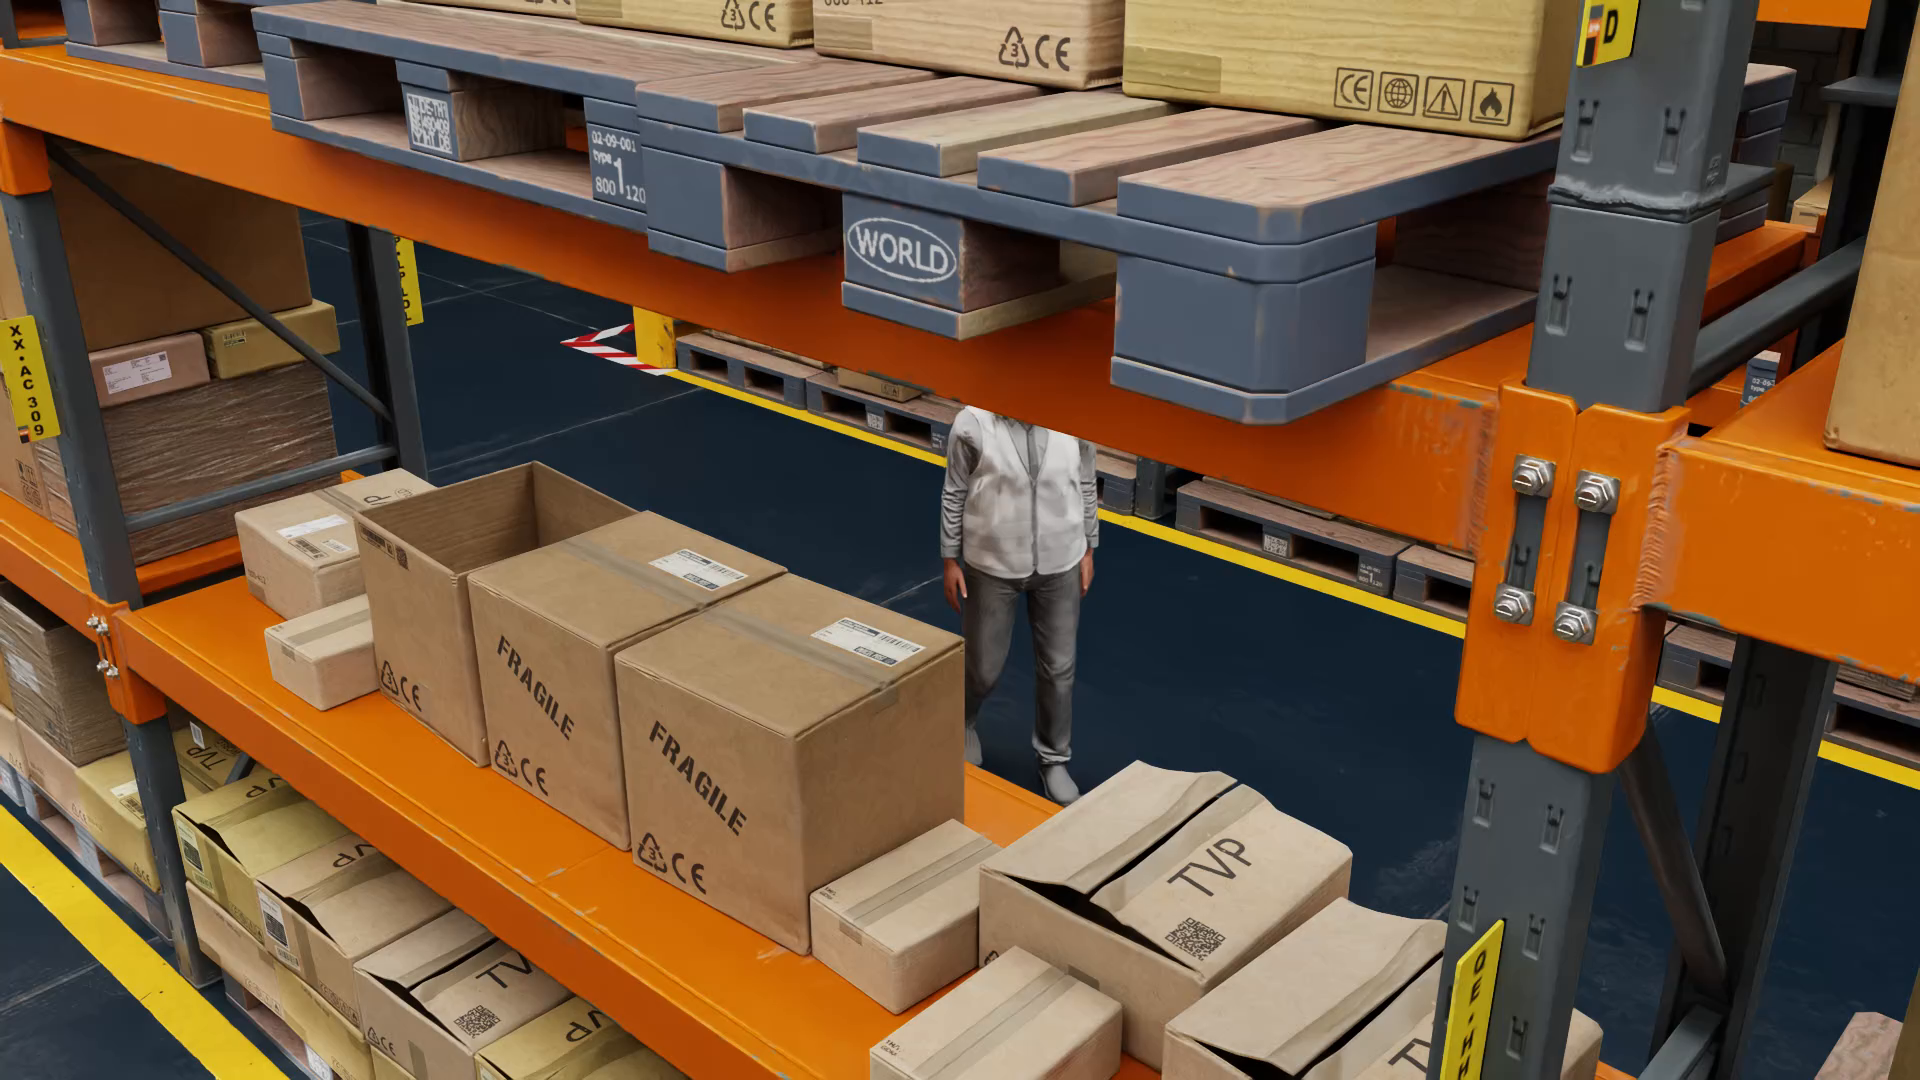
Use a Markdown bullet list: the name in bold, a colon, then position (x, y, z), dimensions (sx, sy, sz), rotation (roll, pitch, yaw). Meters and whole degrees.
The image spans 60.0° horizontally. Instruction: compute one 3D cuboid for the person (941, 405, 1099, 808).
- **person**: position (0.219, 0.070, 5.901), dimensions (0.575, 1.773, 0.586), rotation (-5, 24, -11)
